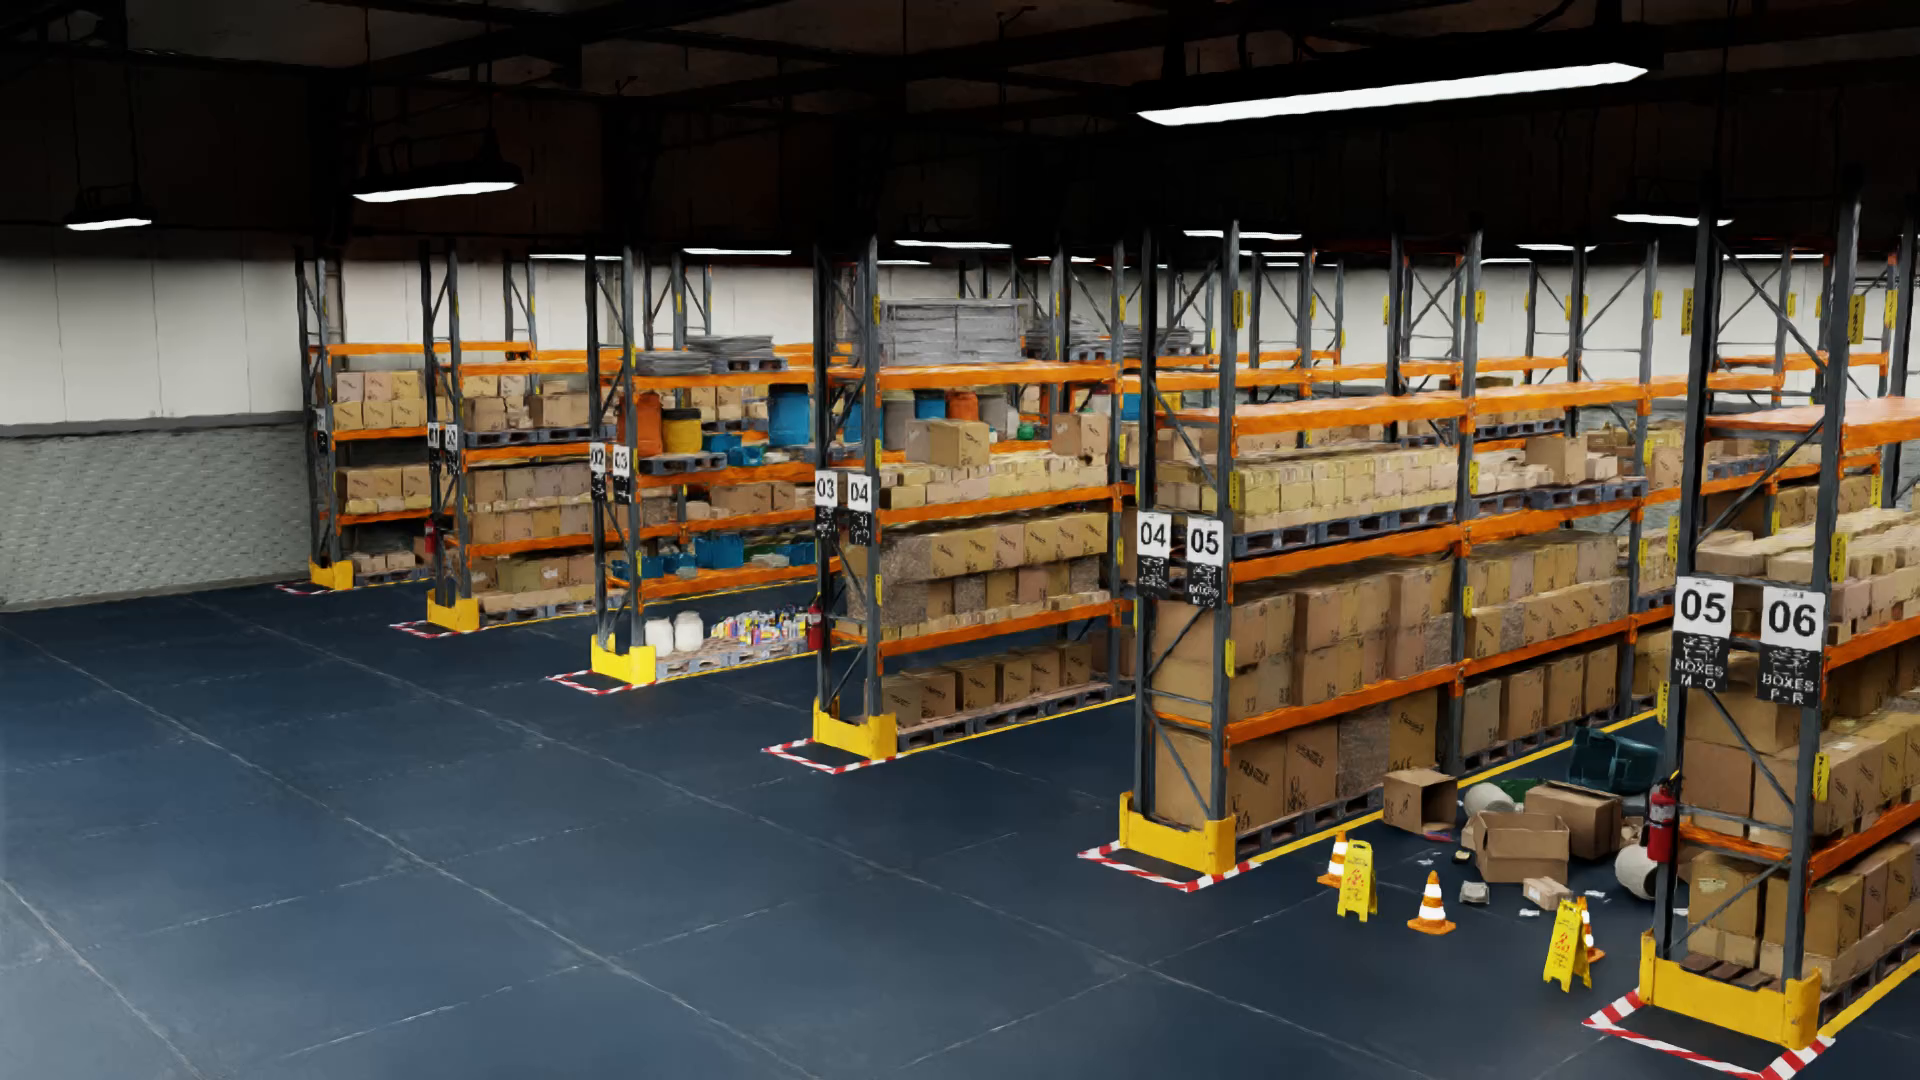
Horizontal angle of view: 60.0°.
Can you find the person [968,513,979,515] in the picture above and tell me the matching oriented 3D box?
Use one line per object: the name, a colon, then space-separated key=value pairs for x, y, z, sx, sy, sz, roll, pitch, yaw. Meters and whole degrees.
person: x=0.302 y=0.317 z=25.863 sx=0.626 sy=1.577 sz=0.811 roll=5 pitch=10 yaw=29
